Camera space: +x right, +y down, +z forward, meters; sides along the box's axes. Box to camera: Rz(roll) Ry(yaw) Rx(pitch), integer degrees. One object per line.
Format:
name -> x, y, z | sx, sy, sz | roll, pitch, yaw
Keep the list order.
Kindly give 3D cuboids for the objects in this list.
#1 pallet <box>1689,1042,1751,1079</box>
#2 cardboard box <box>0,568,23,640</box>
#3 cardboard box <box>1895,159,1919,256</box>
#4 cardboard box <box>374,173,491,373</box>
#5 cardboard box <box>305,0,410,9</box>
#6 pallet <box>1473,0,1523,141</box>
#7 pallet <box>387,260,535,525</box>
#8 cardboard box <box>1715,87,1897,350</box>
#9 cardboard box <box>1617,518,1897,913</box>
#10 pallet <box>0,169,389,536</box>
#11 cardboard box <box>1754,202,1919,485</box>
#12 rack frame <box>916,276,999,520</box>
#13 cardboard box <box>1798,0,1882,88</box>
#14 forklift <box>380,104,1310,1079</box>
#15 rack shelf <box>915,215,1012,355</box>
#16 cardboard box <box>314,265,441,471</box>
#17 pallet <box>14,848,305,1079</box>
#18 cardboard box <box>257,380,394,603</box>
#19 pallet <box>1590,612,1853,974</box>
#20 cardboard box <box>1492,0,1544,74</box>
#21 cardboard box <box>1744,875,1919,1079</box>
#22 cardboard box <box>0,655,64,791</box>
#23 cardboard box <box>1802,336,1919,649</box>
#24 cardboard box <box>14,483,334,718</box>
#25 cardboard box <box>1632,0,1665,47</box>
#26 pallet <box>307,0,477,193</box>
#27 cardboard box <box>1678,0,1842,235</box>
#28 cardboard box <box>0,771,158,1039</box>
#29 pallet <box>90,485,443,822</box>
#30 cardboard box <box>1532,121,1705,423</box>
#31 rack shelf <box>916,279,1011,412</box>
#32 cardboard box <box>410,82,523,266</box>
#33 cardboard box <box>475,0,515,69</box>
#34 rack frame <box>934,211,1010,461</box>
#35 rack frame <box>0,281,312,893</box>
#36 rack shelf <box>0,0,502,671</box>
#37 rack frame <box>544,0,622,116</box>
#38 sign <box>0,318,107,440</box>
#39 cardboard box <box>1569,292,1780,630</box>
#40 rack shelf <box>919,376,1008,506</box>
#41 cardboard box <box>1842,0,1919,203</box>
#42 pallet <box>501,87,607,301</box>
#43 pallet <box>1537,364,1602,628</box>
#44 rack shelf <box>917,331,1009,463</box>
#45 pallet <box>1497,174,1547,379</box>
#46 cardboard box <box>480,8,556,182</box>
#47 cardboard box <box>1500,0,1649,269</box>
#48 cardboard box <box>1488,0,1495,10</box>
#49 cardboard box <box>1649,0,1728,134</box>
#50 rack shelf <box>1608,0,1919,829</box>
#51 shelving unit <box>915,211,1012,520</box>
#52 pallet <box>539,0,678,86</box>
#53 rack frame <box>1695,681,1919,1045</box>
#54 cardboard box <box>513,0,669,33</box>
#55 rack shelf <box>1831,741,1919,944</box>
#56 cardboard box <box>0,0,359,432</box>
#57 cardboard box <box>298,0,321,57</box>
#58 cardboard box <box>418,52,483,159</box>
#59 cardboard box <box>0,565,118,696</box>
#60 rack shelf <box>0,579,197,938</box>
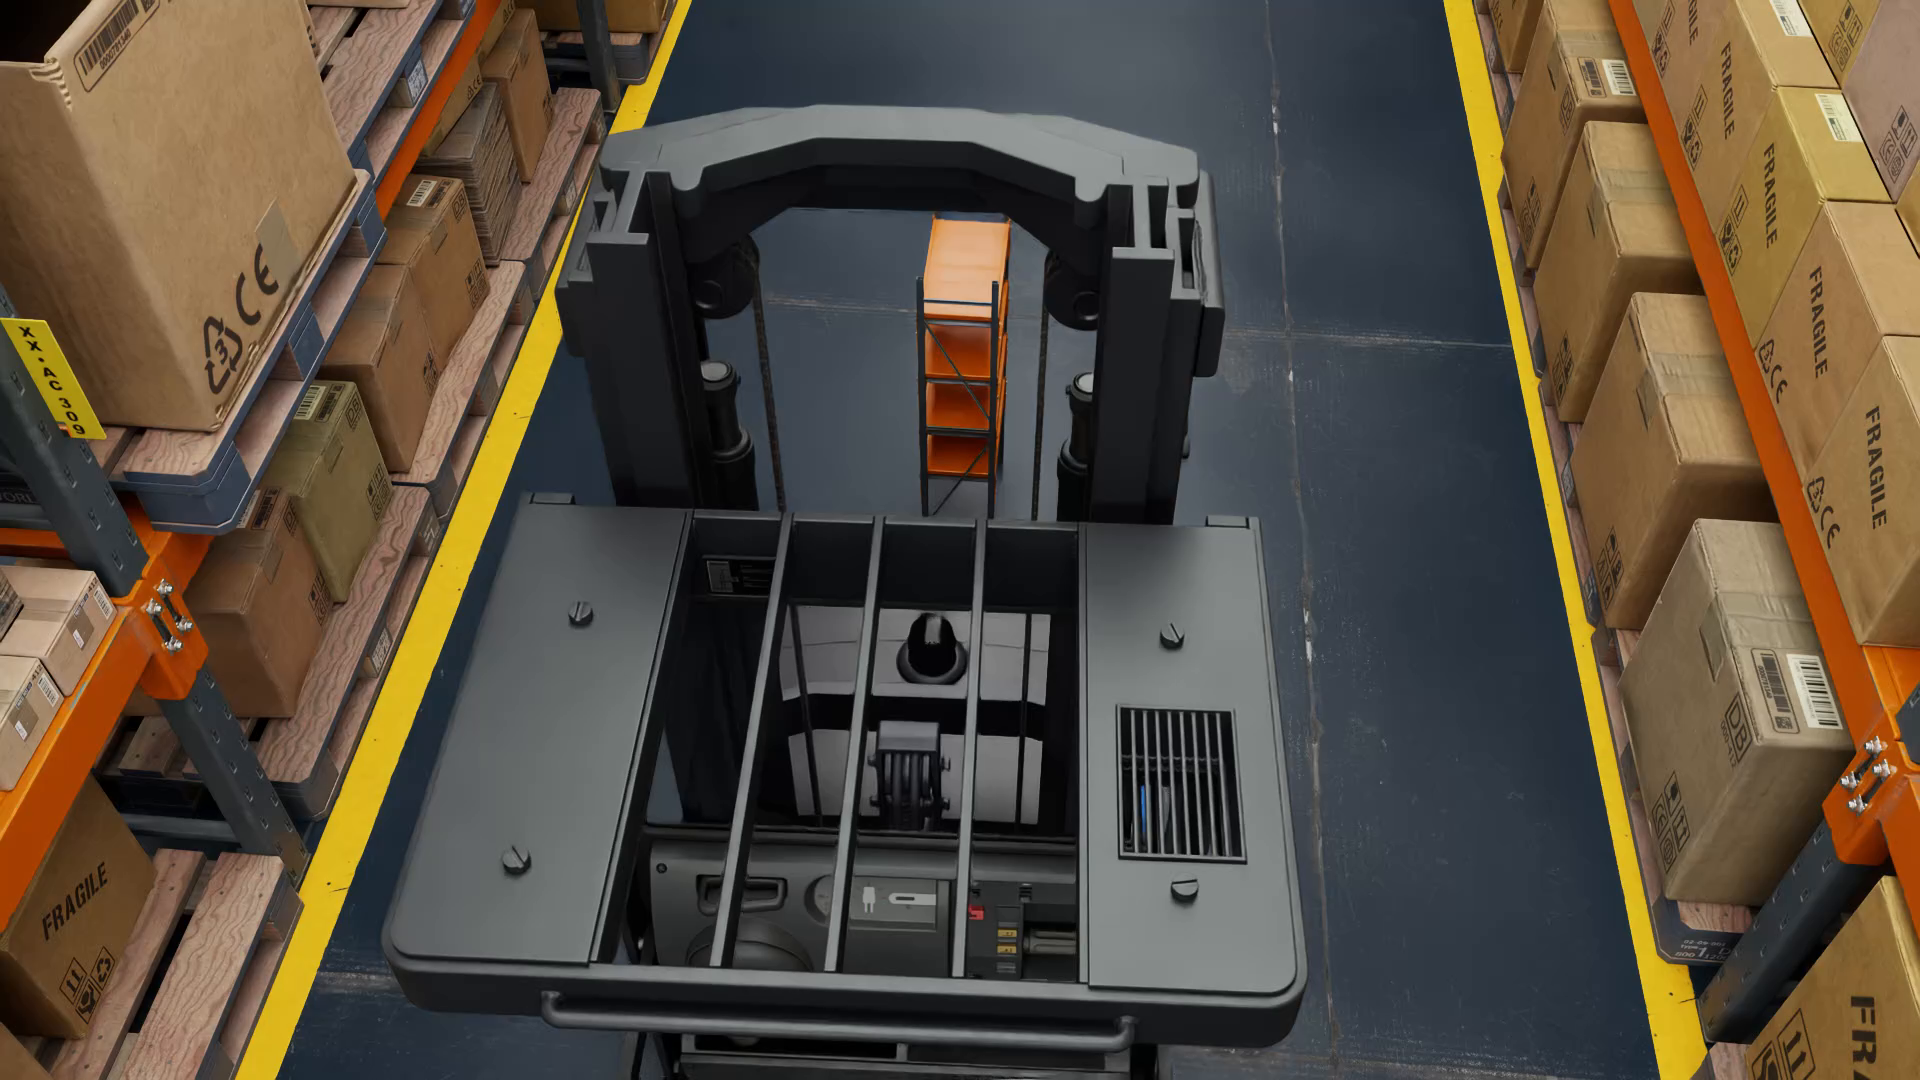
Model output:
pallet -> 2.372, 1.835, 3.929 | 1.003, 0.211, 1.213 | 4, 48, 4
cardboard box -> -2.514, 0.125, 3.334 | 0.875, 0.500, 0.500 | 4, 48, 4
cardboard box -> 2.603, -0.774, 3.680 | 0.700, 0.500, 0.500 | 3, 48, 3
cardboard box -> -2.171, -0.993, 6.021 | 0.700, 0.500, 0.500 | 7, 48, 7
cardboard box -> -1.930, -1.860, 5.225 | 0.396, 0.266, 0.258 | 3, 48, 2
pallet -> 2.956, -2.232, 7.649 | 1.003, 0.211, 1.213 | 4, 48, 4
pallet -> -2.233, -0.598, 6.154 | 1.003, 0.211, 1.213 | 4, 48, 4
cardboard box -> 2.392, -0.838, 4.416 | 0.500, 0.500, 0.500 | 4, 48, 4
cardboard box -> 2.486, 0.496, 4.504 | 1.050, 0.750, 0.750 | 4, 48, 3
pallet -> -2.197, -0.555, 4.355 | 1.003, 0.211, 1.213 | 4, 48, 4
cardboard box -> 2.346, -0.466, 4.076 | 0.500, 0.500, 0.500 | 3, 48, 3
rack frame -> -0.007, -0.347, 5.255 | 0.240, 1.200, 0.015 | 4, 48, 4
cardboard box -> 2.697, -1.517, 4.359 | 0.700, 0.500, 0.500 | 3, 48, 3
forklift -> -0.119, 0.866, 2.972 | 1.130, 2.935, 3.031 | 2, 48, 2
rack shelf -> 0.015, -0.792, 5.129 | 0.258, 0.148, 0.480 | 4, 48, 4
cardboard box -> -2.221, -0.583, 5.646 | 0.700, 0.500, 0.500 | 0, 48, 0
pallet -> -2.437, 1.369, 4.355 | 1.003, 0.211, 1.213 | 4, 48, 4
cardboard box -> -2.272, -0.171, 5.270 | 0.700, 0.500, 0.500 | 4, 48, 3
pallet -> 2.514, 0.709, 4.958 | 1.003, 0.211, 1.213 | 4, 48, 4
cardboard box -> 2.683, -2.398, 7.320 | 0.500, 0.500, 0.500 | 4, 48, 3
cardboard box -> 2.392, 1.373, 3.617 | 0.875, 0.875, 0.875 | 5, 48, 4
cardboard box -> -2.170, 0.378, 3.542 | 0.380, 0.149, 0.250 | 4, 48, 4
cardboard box -> 2.300, -0.095, 3.736 | 0.500, 0.500, 0.500 | 4, 48, 3
cardboard box -> -2.334, 0.178, 4.950 | 0.700, 0.500, 0.500 | 1, 48, 1
cardboard box -> 2.530, -1.947, 5.431 | 0.500, 0.500, 0.500 | 3, 48, 3
pallet -> -2.186, -1.485, 5.205 | 1.003, 0.211, 1.213 | 4, 48, 4
cardboard box -> 2.436, -1.211, 4.757 | 0.500, 0.500, 0.500 | 3, 48, 3
cardboard box -> -2.488, 0.925, 4.280 | 0.500, 0.500, 0.500 | 3, 48, 2
pallet -> -2.342, 0.301, 5.331 | 1.003, 0.211, 1.213 | 4, 48, 4
cardboard box -> 2.662, -0.898, 5.778 | 1.050, 0.750, 0.750 | 5, 48, 4
rack shelf -> 0.015, -0.632, 5.303 | 0.258, 0.148, 0.480 | 4, 48, 4
cardboard box -> -2.126, -1.410, 6.402 | 0.700, 0.500, 0.500 | 0, 48, 0
cardboard box -> -2.078, -2.071, 6.499 | 0.500, 0.250, 0.500 | 6, 48, 5
rack frame -> 0.037, -0.706, 5.583 | 0.240, 1.200, 0.015 | 4, 48, 4
rack frame -> -2.411, -0.068, 3.779 | 1.000, 3.000, 0.127 | 4, 48, 4
rack shelf -> -2.229, -1.295, 5.389 | 1.077, 0.370, 4.000 | 4, 48, 4
rack frame -> -2.047, -3.007, 6.467 | 1.000, 3.000, 0.127 | 4, 48, 4
sign -> -1.870, -0.329, 3.431 | 0.100, 0.325, 0.005 | 4, 48, 4
cardboard box -> 2.578, -0.213, 5.152 | 1.050, 0.750, 0.750 | 4, 48, 4
rack shelf -> 0.015, -0.347, 5.615 | 0.258, 0.148, 0.480 | 4, 48, 4
cardboard box -> 2.650, -1.146, 4.020 | 0.700, 0.500, 0.500 | 4, 48, 4
pallet -> -2.119, -1.492, 6.971 | 1.003, 0.211, 1.213 | 4, 48, 4
pallet -> 2.623, -0.190, 5.780 | 1.003, 0.211, 1.213 | 4, 48, 4
rack shelf -> 0.015, -0.481, 5.468 | 0.258, 0.148, 0.480 | 4, 48, 4
pallet -> 2.736, -1.084, 6.598 | 1.003, 0.211, 1.213 | 4, 48, 4
cardboard box -> -2.088, -1.818, 6.776 | 0.700, 0.500, 0.500 | 2, 48, 1
cardboard box -> 2.738, -1.540, 6.366 | 1.050, 0.750, 0.750 | 3, 48, 3
cardboard box -> 2.734, -2.780, 7.669 | 0.500, 0.500, 0.500 | 6, 48, 5
cardboard box -> 2.484, -1.577, 5.092 | 0.500, 0.500, 0.500 | 4, 48, 3
rack shelf -> 2.701, -0.887, 5.016 | 1.077, 0.370, 4.000 | 4, 48, 4
shelving unit -> 0.015, -0.527, 5.419 | 0.258, 1.200, 0.503 | 4, 48, 4
pallet -> -1.900, -2.640, 8.022 | 1.003, 0.211, 1.213 | 4, 48, 4
rack frame -> 2.519, 0.340, 3.406 | 1.000, 3.000, 0.127 | 4, 48, 4
cardboard box -> -1.963, -2.937, 7.559 | 1.225, 0.875, 0.875 | 2, 48, 2
rack shelf -> 2.337, 2.053, 2.327 | 1.077, 0.370, 4.000 | 4, 48, 4
cardboard box -> -2.199, -0.986, 3.928 | 1.000, 1.000, 1.000 | 4, 48, 4
cardboard box -> -2.345, -1.524, 4.757 | 0.797, 0.503, 0.637 | 8, 48, 8
cardboard box -> -2.116, -1.680, 6.142 | 0.500, 0.250, 0.500 | 9, 48, 8
cardboard box -> -2.138, 0.195, 3.709 | 0.380, 0.149, 0.250 | 4, 48, 4
rack shelf -> -2.594, 1.645, 2.700 | 1.077, 0.370, 4.000 | 4, 48, 4
